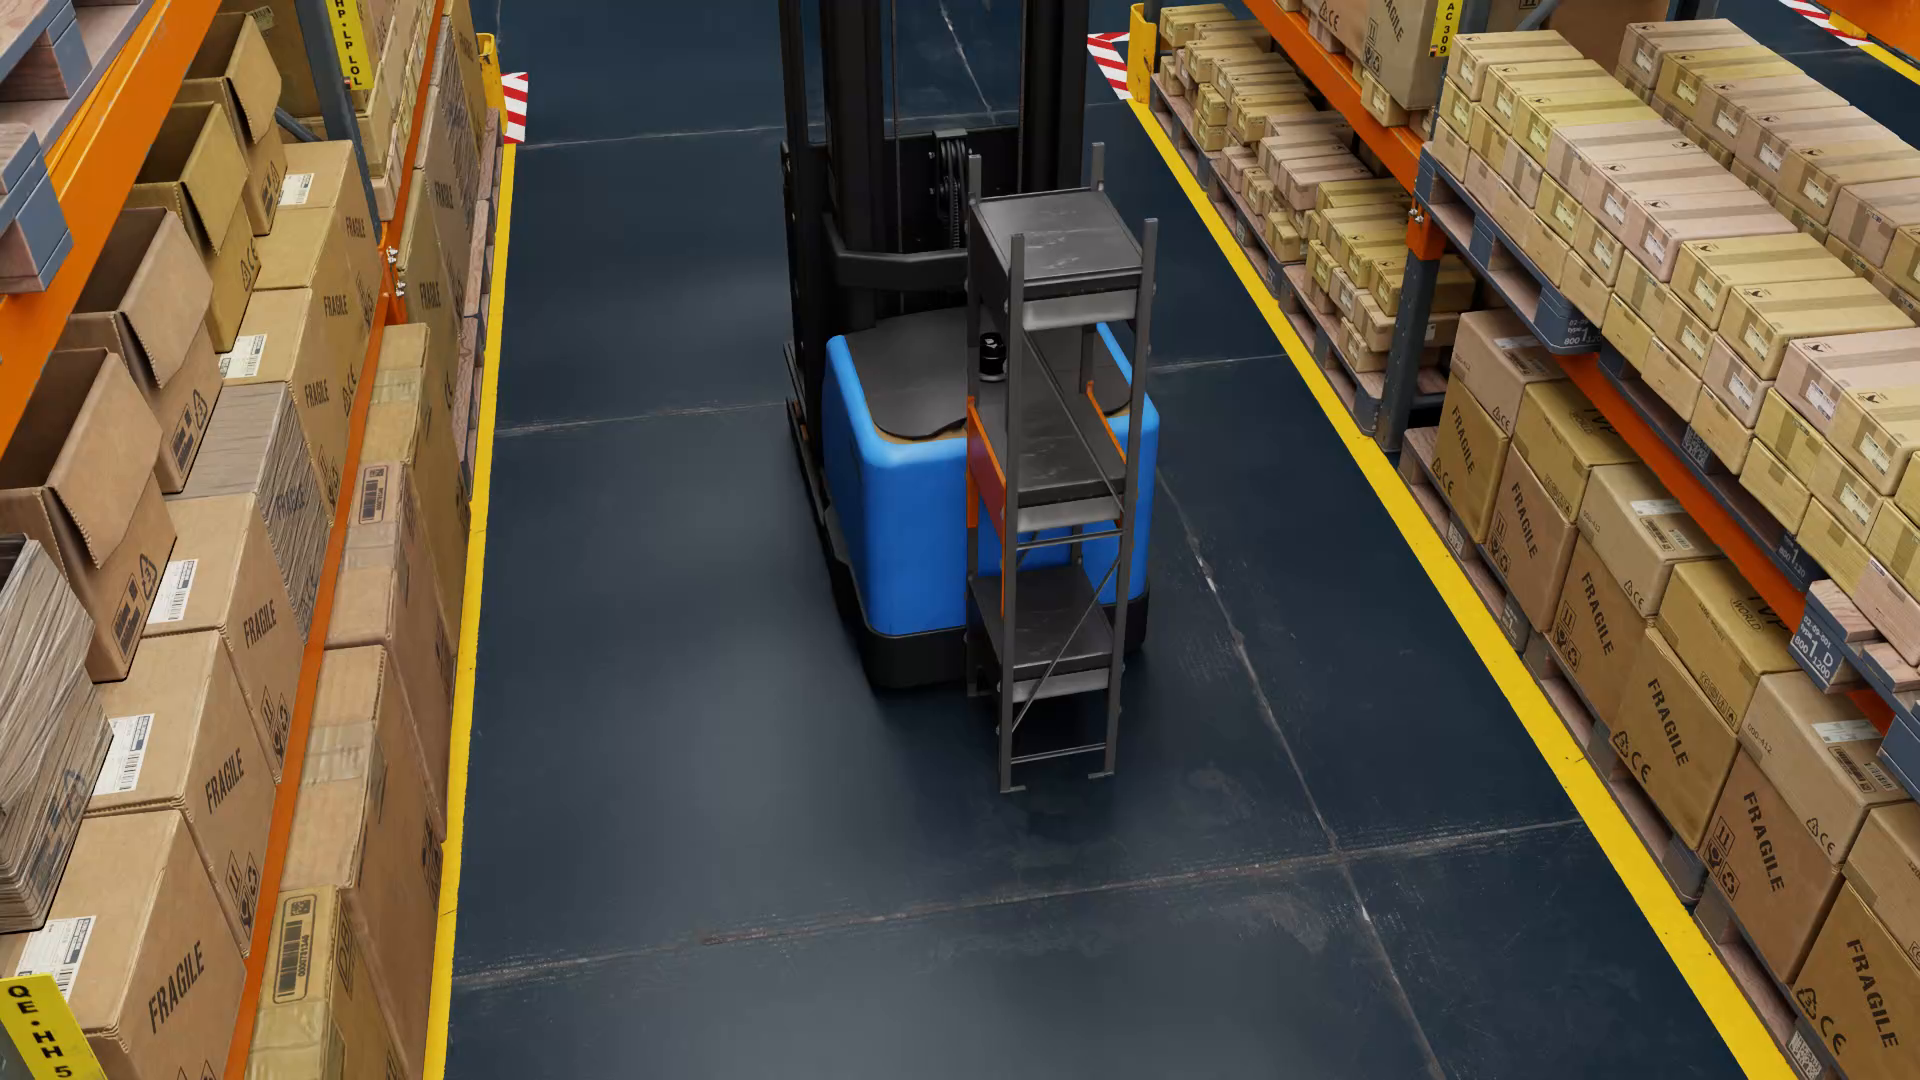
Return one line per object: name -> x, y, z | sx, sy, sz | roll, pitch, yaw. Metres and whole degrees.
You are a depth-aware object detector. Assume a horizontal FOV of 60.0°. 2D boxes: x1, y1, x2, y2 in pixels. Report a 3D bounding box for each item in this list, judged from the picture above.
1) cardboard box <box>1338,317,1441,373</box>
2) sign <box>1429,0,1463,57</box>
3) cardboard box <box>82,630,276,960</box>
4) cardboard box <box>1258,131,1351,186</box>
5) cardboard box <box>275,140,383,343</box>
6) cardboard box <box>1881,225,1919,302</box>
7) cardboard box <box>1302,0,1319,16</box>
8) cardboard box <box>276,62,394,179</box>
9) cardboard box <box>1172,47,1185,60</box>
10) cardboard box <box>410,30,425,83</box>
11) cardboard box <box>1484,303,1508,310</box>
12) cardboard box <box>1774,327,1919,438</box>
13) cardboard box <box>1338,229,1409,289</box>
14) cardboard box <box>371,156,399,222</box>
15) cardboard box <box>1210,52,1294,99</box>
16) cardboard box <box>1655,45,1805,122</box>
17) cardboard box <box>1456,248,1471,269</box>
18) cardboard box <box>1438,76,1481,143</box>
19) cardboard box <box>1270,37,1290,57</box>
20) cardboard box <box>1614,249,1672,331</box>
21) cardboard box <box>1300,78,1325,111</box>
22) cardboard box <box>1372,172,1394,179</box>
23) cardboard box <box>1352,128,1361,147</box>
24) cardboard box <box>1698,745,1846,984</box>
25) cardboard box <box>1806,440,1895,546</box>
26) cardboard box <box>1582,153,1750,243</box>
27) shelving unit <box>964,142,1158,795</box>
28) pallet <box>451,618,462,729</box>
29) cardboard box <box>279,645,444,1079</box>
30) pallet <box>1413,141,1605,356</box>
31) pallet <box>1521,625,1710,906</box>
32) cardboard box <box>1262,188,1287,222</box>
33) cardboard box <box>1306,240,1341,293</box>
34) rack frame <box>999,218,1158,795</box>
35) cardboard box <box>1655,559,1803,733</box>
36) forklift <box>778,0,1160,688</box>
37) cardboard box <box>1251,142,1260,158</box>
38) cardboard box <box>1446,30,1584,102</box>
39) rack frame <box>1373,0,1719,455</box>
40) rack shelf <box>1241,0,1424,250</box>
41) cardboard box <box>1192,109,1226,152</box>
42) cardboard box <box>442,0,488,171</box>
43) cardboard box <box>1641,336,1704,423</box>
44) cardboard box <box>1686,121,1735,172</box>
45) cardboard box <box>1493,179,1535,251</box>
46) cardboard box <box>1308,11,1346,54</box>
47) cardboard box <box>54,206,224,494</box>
cardboard box -> 1.919, -0.888, 7.429 | 0.380, 0.149, 0.250 | -6, 38, -7
sign -> 1.790, -1.927, 6.079 | 0.100, 0.325, 0.005 | -6, 38, -8
cardboard box -> -1.787, 0.567, 3.493 | 0.500, 0.500, 0.500 | -7, 38, -9
cardboard box -> 1.703, -1.889, 8.234 | 0.380, 0.149, 0.250 | -8, 38, -10
cardboard box -> -2.227, -0.962, 5.461 | 0.500, 0.500, 0.500 | -6, 38, -8
cardboard box -> 2.862, -0.778, 4.684 | 0.380, 0.149, 0.250 | -7, 38, -9
cardboard box -> 1.784, -2.681, 7.432 | 0.500, 0.500, 0.500 | -6, 38, -8
cardboard box -> -2.403, -1.545, 6.174 | 0.500, 0.250, 0.500 | -7, 38, -9
cardboard box -> 1.461, -2.877, 9.747 | 0.380, 0.149, 0.250 | -5, 38, -6
cardboard box -> -2.530, -2.073, 7.179 | 0.380, 0.149, 0.250 | -6, 38, -7
cardboard box -> 2.574, -1.059, 7.407 | 0.380, 0.149, 0.250 | -5, 38, -6
cardboard box -> 2.312, -0.397, 4.194 | 0.380, 0.149, 0.250 | -6, 38, -8
cardboard box -> 1.920, -1.260, 7.423 | 0.380, 0.149, 0.250 | -6, 38, -7
cardboard box -> -2.302, -1.290, 6.171 | 0.380, 0.149, 0.250 | -6, 38, -8
cardboard box -> 1.589, -2.525, 9.052 | 0.380, 0.149, 0.250 | -8, 39, -10
cardboard box -> 2.633, -1.566, 5.698 | 0.380, 0.149, 0.250 | -7, 38, -9
cardboard box -> 2.476, -1.326, 7.508 | 0.380, 0.149, 0.250 | -4, 38, -6
cardboard box -> 1.939, -1.544, 5.913 | 0.380, 0.149, 0.250 | -6, 38, -7
cardboard box -> 2.202, -3.224, 7.797 | 0.500, 2.792, 2.619 | -6, 38, -8
cardboard box -> 2.174, -0.752, 4.894 | 0.380, 0.149, 0.250 | -7, 38, -9
cardboard box -> 2.034, -2.446, 9.193 | 0.380, 0.149, 0.250 | -7, 38, -8
cardboard box -> 2.312, -1.836, 8.408 | 0.380, 0.149, 0.250 | -7, 38, -8
cardboard box -> 2.218, -2.100, 8.504 | 0.380, 0.149, 0.250 | -6, 38, -8
cardboard box -> 2.564, 0.906, 4.834 | 0.500, 0.500, 0.500 | -5, 38, -6
cardboard box -> 2.349, -0.136, 4.100 | 0.380, 0.149, 0.250 | -6, 38, -8
cardboard box -> 2.123, -1.033, 5.013 | 0.380, 0.149, 0.250 | -7, 38, -8
shelving unit -> 0.276, -0.143, 5.223 | 0.431, 2.100, 0.503 | -8, 39, -10
pallet -> -2.369, 0.384, 6.084 | 1.003, 0.211, 1.213 | -6, 38, -8
cardboard box -> -2.126, 0.956, 4.464 | 1.225, 0.875, 0.875 | -6, 38, -8
pallet -> 2.314, -1.095, 5.870 | 1.003, 0.211, 1.213 | -6, 38, -8
pallet -> 2.678, 0.662, 5.726 | 1.003, 0.211, 1.213 | -6, 38, -8
cardboard box -> 1.758, -1.678, 8.446 | 0.380, 0.149, 0.250 | -6, 38, -7
cardboard box -> 1.831, -1.283, 7.696 | 0.380, 0.149, 0.250 | -7, 38, -10
rack frame -> 0.330, 0.003, 5.035 | 0.400, 2.100, 0.015 | -8, 39, -10
cardboard box -> 2.473, 0.296, 5.008 | 0.500, 0.250, 0.500 | -5, 38, -7
forklift -> -0.142, -1.509, 6.356 | 1.129, 2.867, 3.031 | -8, 39, -10
cardboard box -> 1.750, -2.091, 8.736 | 0.380, 0.149, 0.250 | -4, 38, -6
cardboard box -> 1.939, -1.662, 5.822 | 0.380, 0.149, 0.250 | -4, 38, -6
rack frame -> 2.323, -1.648, 6.426 | 1.000, 3.000, 0.127 | -6, 38, -8
rack shelf -> 1.972, -2.572, 8.202 | 1.077, 0.370, 4.000 | -6, 38, -8
cardboard box -> 1.512, -2.288, 9.232 | 0.380, 0.149, 0.250 | -6, 38, -7
cardboard box -> -3.088, -2.540, 8.964 | 0.875, 0.875, 0.875 | -6, 38, -8
cardboard box -> 2.214, -0.486, 4.793 | 0.380, 0.149, 0.250 | -8, 39, -10
cardboard box -> 2.675, -1.304, 5.603 | 0.380, 0.149, 0.250 | -5, 38, -6
cardboard box -> 2.033, -1.109, 5.595 | 0.380, 0.149, 0.250 | -6, 38, -8
cardboard box -> 1.804, -2.327, 7.505 | 0.380, 0.149, 0.250 | -8, 39, -10
cardboard box -> -2.225, -0.437, 3.968 | 0.797, 0.503, 0.637 | -5, 38, -6
